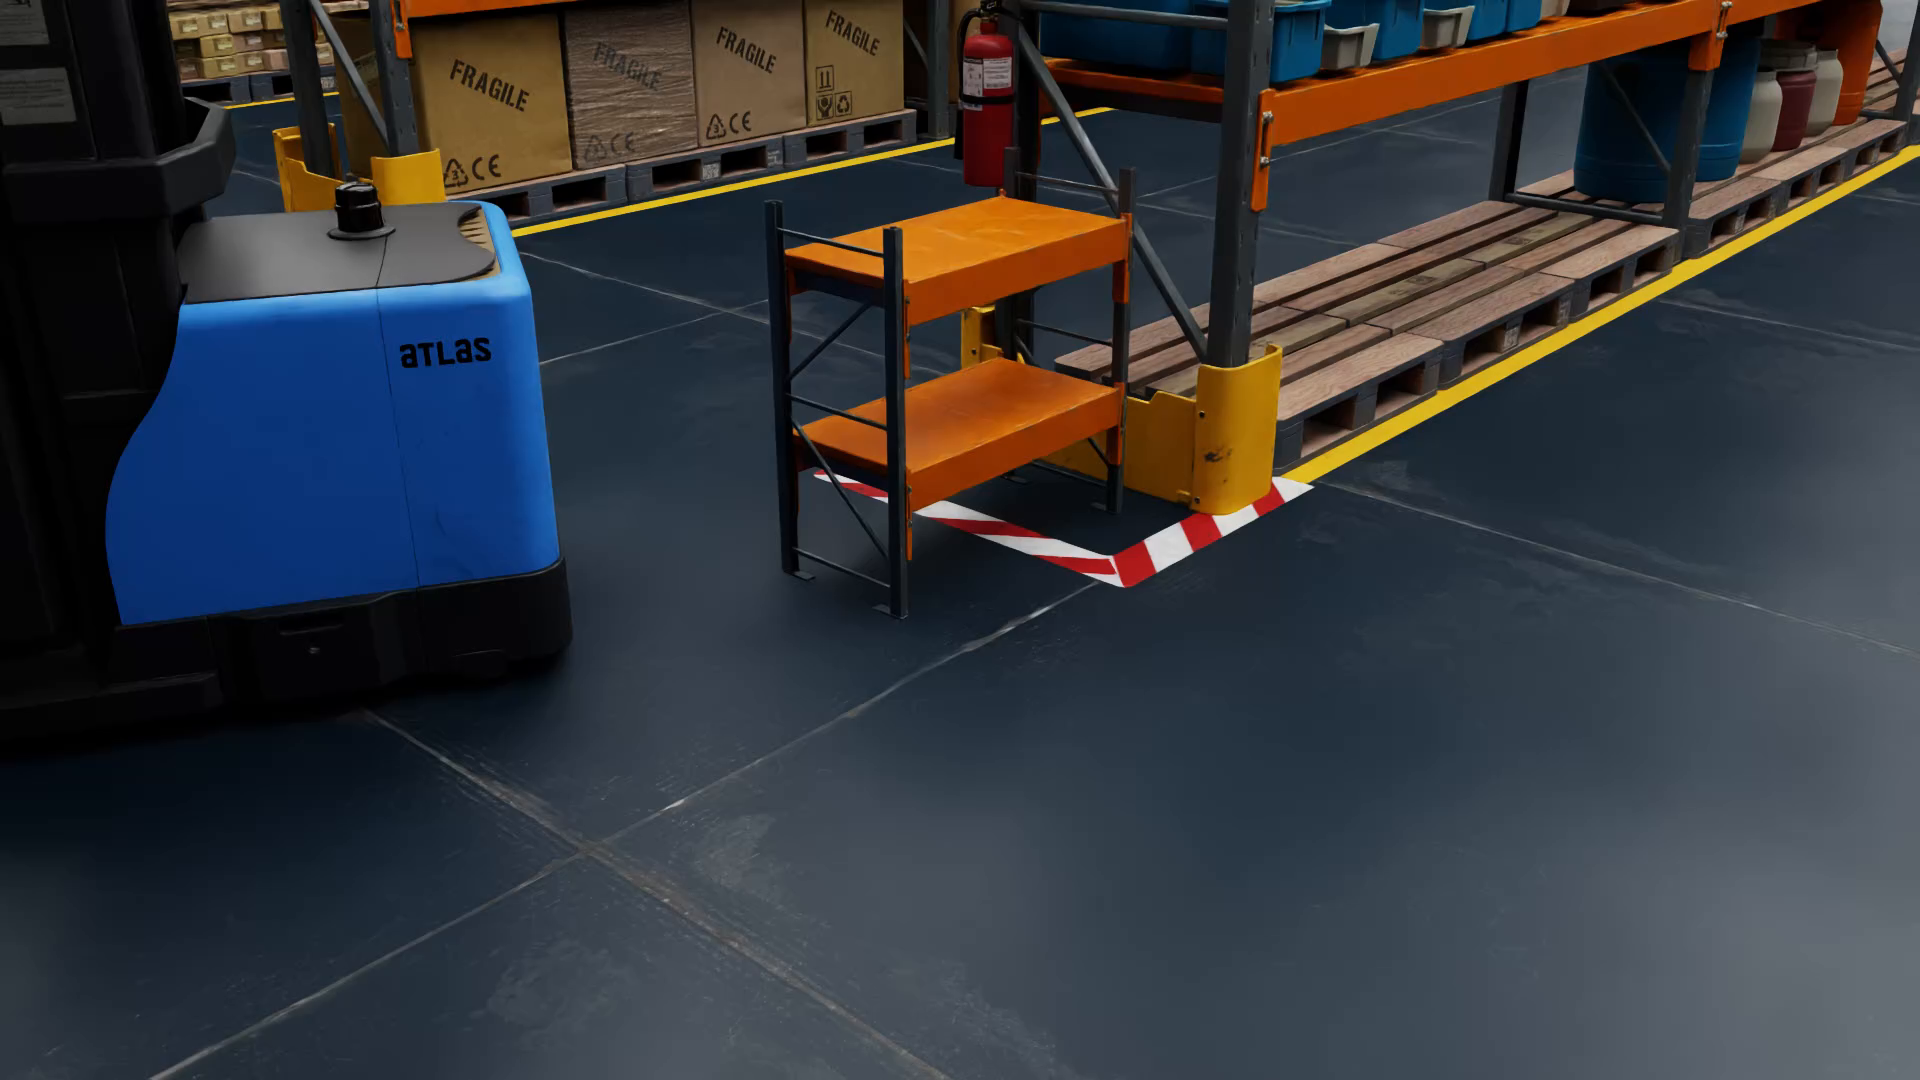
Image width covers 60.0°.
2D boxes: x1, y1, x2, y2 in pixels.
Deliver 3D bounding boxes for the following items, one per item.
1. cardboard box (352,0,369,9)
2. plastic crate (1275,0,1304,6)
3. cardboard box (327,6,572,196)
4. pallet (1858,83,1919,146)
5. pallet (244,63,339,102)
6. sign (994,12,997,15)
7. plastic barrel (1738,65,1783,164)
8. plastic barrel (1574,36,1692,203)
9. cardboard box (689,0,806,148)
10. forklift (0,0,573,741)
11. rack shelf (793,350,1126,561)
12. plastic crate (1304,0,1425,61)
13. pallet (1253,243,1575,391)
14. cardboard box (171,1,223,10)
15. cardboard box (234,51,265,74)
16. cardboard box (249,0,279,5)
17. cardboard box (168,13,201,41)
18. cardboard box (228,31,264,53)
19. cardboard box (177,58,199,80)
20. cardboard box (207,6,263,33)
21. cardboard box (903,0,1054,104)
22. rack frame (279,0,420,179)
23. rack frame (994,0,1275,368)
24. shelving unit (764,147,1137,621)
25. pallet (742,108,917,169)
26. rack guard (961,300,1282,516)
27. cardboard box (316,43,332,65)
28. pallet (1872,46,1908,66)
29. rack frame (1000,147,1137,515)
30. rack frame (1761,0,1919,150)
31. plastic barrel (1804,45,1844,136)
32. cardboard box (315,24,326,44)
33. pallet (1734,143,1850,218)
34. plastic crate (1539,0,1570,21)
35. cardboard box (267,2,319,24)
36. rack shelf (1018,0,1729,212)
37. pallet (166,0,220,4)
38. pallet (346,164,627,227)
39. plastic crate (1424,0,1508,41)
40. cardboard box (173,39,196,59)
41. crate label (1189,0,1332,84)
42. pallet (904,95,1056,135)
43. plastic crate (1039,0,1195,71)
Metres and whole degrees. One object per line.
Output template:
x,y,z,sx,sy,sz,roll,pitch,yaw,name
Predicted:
-4.799,-4.266,13.342,0.380,0.149,0.250,18,30,35,cardboard box
1.148,-1.948,6.177,0.396,0.136,0.243,20,31,38,plastic crate
-2.786,-2.450,9.132,0.875,0.875,0.875,20,31,38,cardboard box
6.420,-3.049,11.793,1.003,0.211,1.213,20,31,38,pallet
-5.347,-3.755,13.367,1.003,0.211,1.213,20,31,38,pallet
0.114,-1.878,5.574,0.100,0.325,0.005,20,31,38,sign
4.496,-2.458,9.594,0.421,0.512,0.421,0,24,0,plastic barrel
3.580,-2.273,8.704,0.600,0.901,0.708,20,31,38,plastic barrel
-1.585,-2.999,10.355,0.875,0.875,0.875,20,31,38,cardboard box
-2.618,-0.986,3.866,3.031,2.935,1.130,-8,25,-17,forklift
-0.005,-0.288,5.115,0.538,0.278,1.000,20,31,38,rack shelf
1.384,-1.796,5.720,0.416,0.233,0.300,20,31,38,plastic crate
1.928,-0.997,7.216,1.003,0.211,1.213,20,31,38,pallet
-5.969,-4.122,13.021,0.380,0.149,0.250,22,32,39,cardboard box
-5.566,-3.691,12.786,0.380,0.149,0.250,20,31,38,cardboard box
-5.557,-4.260,13.328,0.380,0.149,0.250,20,31,38,cardboard box
-5.819,-3.784,12.267,0.380,0.149,0.250,20,31,37,cardboard box
-5.559,-3.834,12.743,0.380,0.149,0.250,18,30,35,cardboard box
-5.918,-3.539,12.448,0.380,0.149,0.250,21,31,38,cardboard box
-5.523,-3.964,12.669,0.380,0.149,0.250,22,32,39,cardboard box
-0.072,-3.652,11.813,1.225,0.875,0.875,20,31,38,cardboard box
-3.154,-3.011,8.299,1.000,3.000,0.127,20,31,38,rack frame
0.535,-1.659,5.283,1.000,3.000,0.127,20,31,38,rack frame
-0.005,-0.511,5.015,0.538,1.125,1.048,20,31,38,shelving unit
-1.050,-2.747,11.119,1.003,0.211,1.213,20,31,38,pallet
0.528,-0.507,5.770,1.175,0.500,0.348,20,31,38,rack guard
-5.170,-3.834,13.106,0.380,0.149,0.250,20,31,38,cardboard box
8.048,-3.793,13.451,1.003,0.211,1.213,20,31,38,pallet
0.335,-0.666,5.361,0.500,1.125,0.032,20,31,38,rack frame
5.874,-4.096,10.719,1.000,3.000,0.127,20,31,38,rack frame
5.250,-2.802,10.361,0.421,0.512,0.421,0,24,0,plastic barrel
-5.221,-4.008,13.130,0.380,0.149,0.250,22,32,40,cardboard box
4.564,-2.202,9.903,1.003,0.211,1.213,20,31,38,pallet
2.266,-2.172,6.677,0.293,0.136,0.466,20,31,38,plastic crate
-5.217,-4.134,13.049,0.380,0.149,0.250,20,31,38,cardboard box
1.869,-1.940,6.789,1.077,0.370,4.000,20,31,38,rack shelf
-8.430,-5.453,17.154,1.003,0.211,1.213,20,31,38,pallet
-2.679,-2.004,9.461,1.003,0.211,1.213,20,31,38,pallet
1.823,-1.996,6.167,0.416,0.233,0.300,20,31,38,plastic crate
-5.917,-3.679,12.397,0.380,0.149,0.250,21,31,38,cardboard box
0.944,-1.595,5.272,0.416,0.233,0.303,20,31,38,crate label
-0.025,-3.213,12.158,1.003,0.211,1.213,20,31,38,pallet
0.619,-1.855,5.605,0.616,0.435,0.499,20,31,38,plastic crate
